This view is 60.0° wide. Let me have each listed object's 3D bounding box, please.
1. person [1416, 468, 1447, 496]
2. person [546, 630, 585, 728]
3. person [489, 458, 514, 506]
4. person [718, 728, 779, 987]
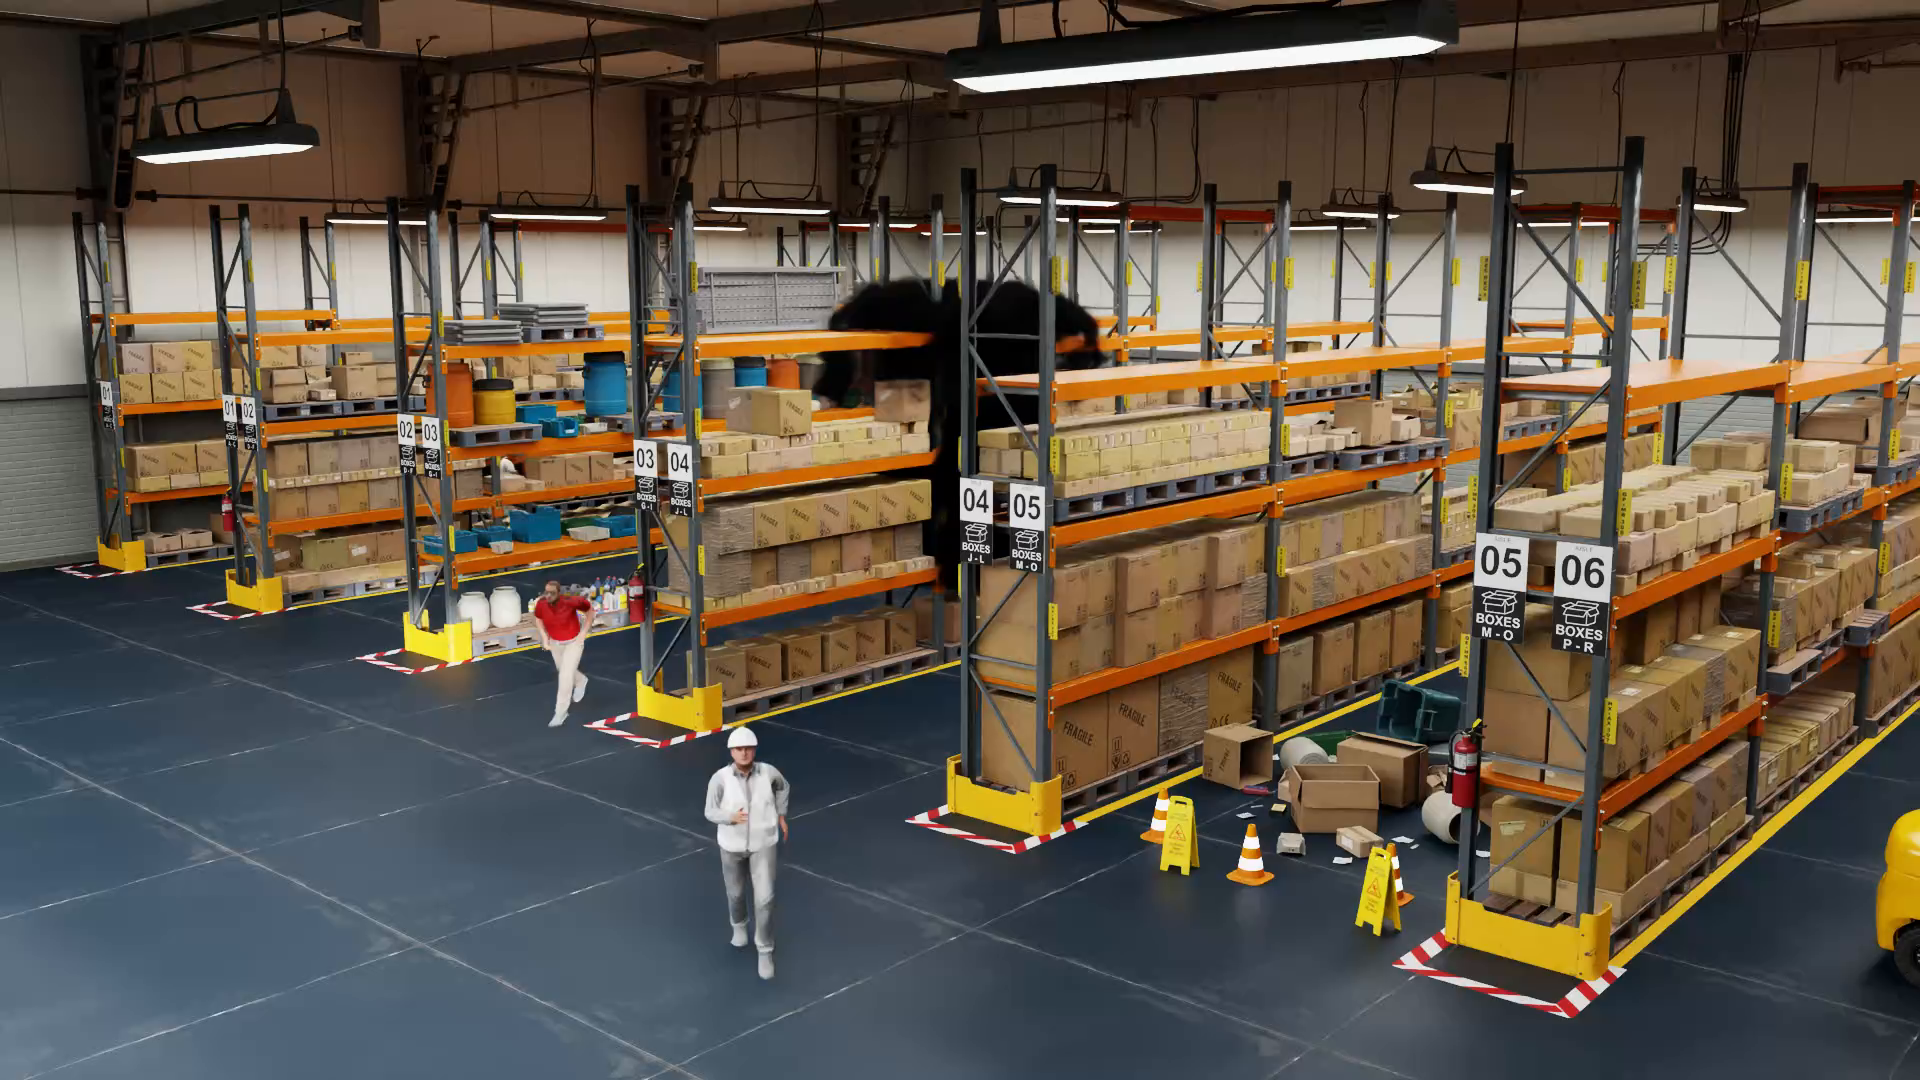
[{"bbox_3d":[8.903,-0.837,31.398,0.578,1.610,0.566,1,10,5],"label":"person"},{"bbox_3d":[-4.504,1.657,19.112,0.408,0.824,0.981,1,10,6],"label":"person"},{"bbox_3d":[-8.704,-0.805,31.531,0.702,1.547,0.795,7,12,36],"label":"person"},{"bbox_3d":[-1.554,2.272,12.241,0.446,1.820,0.826,-1,10,-7],"label":"person"}]
